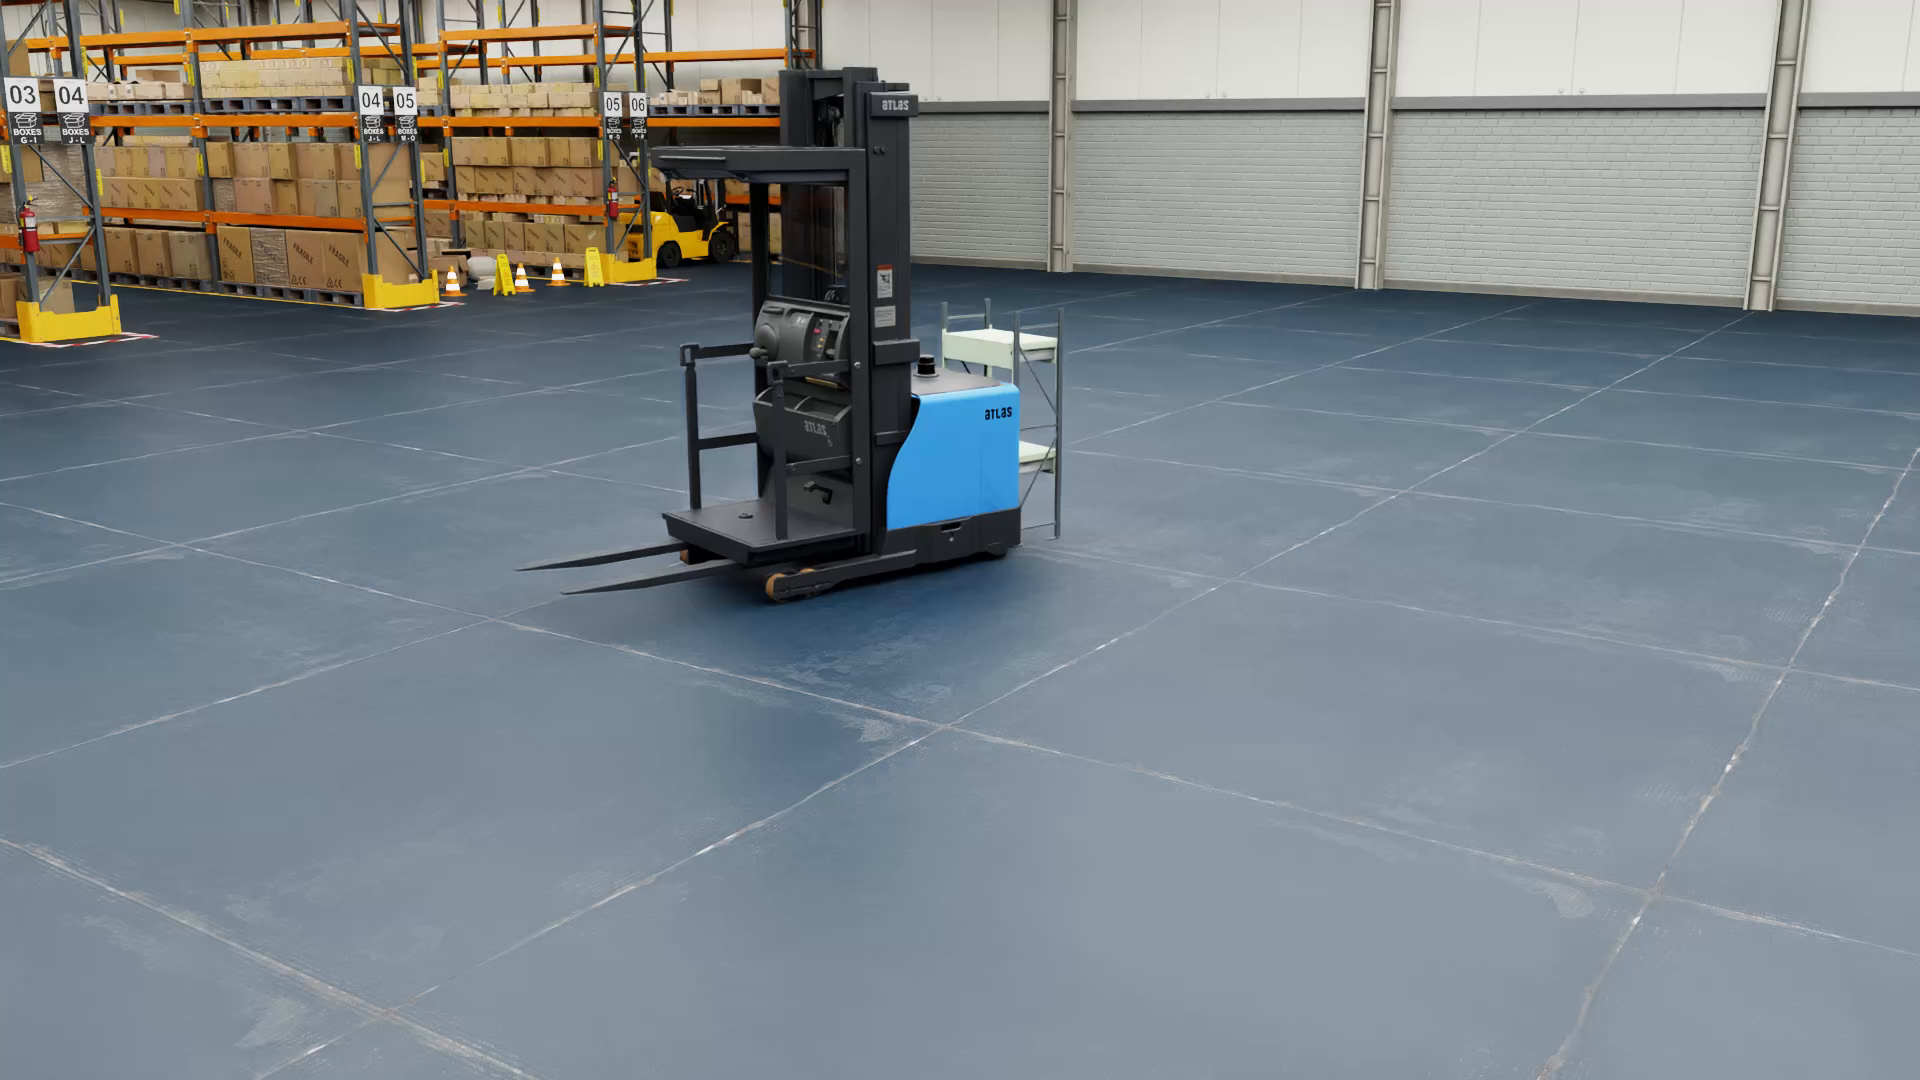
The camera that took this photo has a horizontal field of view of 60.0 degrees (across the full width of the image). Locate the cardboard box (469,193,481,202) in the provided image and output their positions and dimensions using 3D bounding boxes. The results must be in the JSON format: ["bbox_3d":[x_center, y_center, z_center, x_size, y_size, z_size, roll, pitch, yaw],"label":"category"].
[{"bbox_3d":[-8.792,-6.307,30.584,0.250,0.149,0.380,10,17,34],"label":"cardboard box"}]

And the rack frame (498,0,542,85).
[{"bbox_3d":[-9.664,-10.998,36.524,0.127,3.000,1.000,9,17,33],"label":"rack frame"}]

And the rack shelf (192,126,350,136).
[{"bbox_3d":[-14.091,-8.471,34.054,4.000,0.370,1.077,9,17,33],"label":"rack shelf"}]

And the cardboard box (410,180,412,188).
[{"bbox_3d":[-10.136,-6.721,31.382,0.250,0.149,0.380,9,16,32],"label":"cardboard box"}]

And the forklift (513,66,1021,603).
[{"bbox_3d":[-1.093,-1.210,9.613,3.031,2.935,1.130,-11,17,-36],"label":"forklift"}]

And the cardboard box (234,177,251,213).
[{"bbox_3d":[-11.009,-5.515,26.548,0.550,0.550,0.875,9,17,33],"label":"cardboard box"}]

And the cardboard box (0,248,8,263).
[{"bbox_3d":[-17.524,-5.399,30.720,0.500,0.500,0.500,10,17,35],"label":"cardboard box"}]

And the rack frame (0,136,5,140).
[{"bbox_3d":[-18.429,-6.631,31.370,0.127,3.000,1.000,9,17,33],"label":"rack frame"}]

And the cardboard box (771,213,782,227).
[{"bbox_3d":[-3.582,-6.367,33.069,0.500,0.250,0.500,10,17,35],"label":"cardboard box"}]

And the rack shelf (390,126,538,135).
[{"bbox_3d":[-11.324,-9.461,38.054,4.000,0.370,1.077,9,17,33],"label":"rack shelf"}]

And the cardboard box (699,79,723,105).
[{"bbox_3d":[-4.788,-9.026,33.502,0.637,0.503,0.797,10,17,35],"label":"cardboard box"}]

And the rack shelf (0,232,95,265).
[{"bbox_3d":[-12.984,-3.966,22.098,4.000,0.370,1.077,9,17,33],"label":"rack shelf"}]

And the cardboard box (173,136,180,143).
[{"bbox_3d":[-16.543,-8.551,35.485,0.250,0.149,0.380,9,17,33],"label":"cardboard box"}]

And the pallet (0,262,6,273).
[{"bbox_3d":[-17.783,-5.174,31.284,1.213,0.211,1.003,9,17,33],"label":"pallet"}]

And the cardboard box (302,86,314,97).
[{"bbox_3d":[-9.569,-6.688,24.796,0.250,0.149,0.380,9,17,33],"label":"cardboard box"}]

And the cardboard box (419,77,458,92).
[{"bbox_3d":[-9.665,-8.441,30.836,0.500,0.250,0.500,10,17,34],"label":"cardboard box"}]

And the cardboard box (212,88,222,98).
[{"bbox_3d":[-11.463,-6.994,26.033,0.250,0.149,0.380,9,17,33],"label":"cardboard box"}]

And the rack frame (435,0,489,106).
[{"bbox_3d":[-9.112,-9.471,30.357,0.127,3.000,1.000,9,17,33],"label":"rack frame"}]

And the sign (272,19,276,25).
[{"bbox_3d":[-16.606,-12.454,40.299,0.005,0.325,0.100,9,17,33],"label":"sign"}]

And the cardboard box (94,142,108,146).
[{"bbox_3d":[-18.830,-8.581,36.957,0.500,0.500,0.500,9,16,32],"label":"cardboard box"}]

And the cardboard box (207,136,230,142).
[{"bbox_3d":[-15.868,-8.575,35.581,0.250,0.149,0.380,9,16,32],"label":"cardboard box"}]

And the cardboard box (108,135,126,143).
[{"bbox_3d":[-18.521,-8.836,36.635,0.250,0.149,0.380,10,17,35],"label":"cardboard box"}]

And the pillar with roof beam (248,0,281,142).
[{"bbox_3d":[-20.439,-11.754,39.577,0.400,9.000,9.100,9,17,33],"label":"pillar with roof beam"}]

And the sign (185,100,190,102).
[{"bbox_3d":[-16.059,-9.267,34.532,0.005,0.325,0.100,9,17,33],"label":"sign"}]

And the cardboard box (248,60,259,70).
[{"bbox_3d":[-10.622,-7.245,25.388,0.250,0.149,0.380,9,17,33],"label":"cardboard box"}]

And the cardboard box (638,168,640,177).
[{"bbox_3d":[-6.895,-7.734,35.096,0.500,0.250,0.500,9,16,32],"label":"cardboard box"}]

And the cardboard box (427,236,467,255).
[{"bbox_3d":[-9.549,-5.557,31.625,0.625,0.372,0.950,9,17,34],"label":"cardboard box"}]

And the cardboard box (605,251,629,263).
[{"bbox_3d":[-6.308,-5.055,29.850,0.500,0.250,0.500,9,17,32],"label":"cardboard box"}]

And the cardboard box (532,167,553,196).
[{"bbox_3d":[-7.224,-6.369,29.484,0.500,0.500,0.500,9,17,33],"label":"cardboard box"}]

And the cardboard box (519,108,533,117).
[{"bbox_3d":[-7.545,-7.546,29.344,0.250,0.149,0.380,9,16,32],"label":"cardboard box"}]

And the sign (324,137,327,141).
[{"bbox_3d":[-15.976,-9.982,41.838,0.005,0.325,0.100,9,17,33],"label":"sign"}]

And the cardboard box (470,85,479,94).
[{"bbox_3d":[-8.587,-8.107,29.950,0.250,0.149,0.380,9,16,31],"label":"cardboard box"}]

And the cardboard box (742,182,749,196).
[{"bbox_3d":[-4.006,-7.147,33.242,0.500,0.500,0.500,10,17,35],"label":"cardboard box"}]

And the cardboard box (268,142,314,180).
[{"bbox_3d":[-10.168,-5.879,25.772,0.500,0.550,0.875,9,17,33],"label":"cardboard box"}]

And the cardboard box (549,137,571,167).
[{"bbox_3d":[-6.755,-6.795,29.124,0.500,0.500,0.700,9,17,33],"label":"cardboard box"}]

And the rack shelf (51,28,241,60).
[{"bbox_3d":[-13.451,-8.196,27.533,4.000,0.370,1.077,9,17,33],"label":"rack shelf"}]

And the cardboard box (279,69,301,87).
[{"bbox_3d":[-9.865,-6.947,25.012,0.500,0.250,0.500,9,17,32],"label":"cardboard box"}]

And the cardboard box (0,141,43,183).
[{"bbox_3d":[-11.918,-4.750,20.859,0.500,0.500,0.500,9,17,33],"label":"cardboard box"}]

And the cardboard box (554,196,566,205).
[{"bbox_3d":[-6.926,-5.987,29.290,0.250,0.149,0.380,10,17,34],"label":"cardboard box"}]

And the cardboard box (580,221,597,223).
[{"bbox_3d":[-6.765,-5.492,30.052,0.500,0.500,0.500,8,16,31],"label":"cardboard box"}]

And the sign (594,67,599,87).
[{"bbox_3d":[-6.120,-7.801,28.007,0.005,0.325,0.100,9,17,33],"label":"sign"}]

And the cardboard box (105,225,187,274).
[{"bbox_3d":[-13.928,-4.991,28.549,0.750,0.750,1.050,9,17,34],"label":"cardboard box"}]

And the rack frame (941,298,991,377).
[{"bbox_3d":[0.040,-0.851,11.141,0.400,1.500,0.023,-11,18,-37],"label":"rack frame"}]

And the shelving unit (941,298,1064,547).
[{"bbox_3d":[0.267,-0.782,10.862,0.431,1.500,0.755,-11,18,-37],"label":"shelving unit"}]

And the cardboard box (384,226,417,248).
[{"bbox_3d":[-10.081,-5.354,29.837,0.500,0.500,0.500,9,17,33],"label":"cardboard box"}]

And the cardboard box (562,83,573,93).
[{"bbox_3d":[-6.653,-7.803,28.724,0.250,0.149,0.380,9,16,32],"label":"cardboard box"}]

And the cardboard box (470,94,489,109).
[{"bbox_3d":[-8.467,-7.906,29.969,0.500,0.250,0.500,9,17,32],"label":"cardboard box"}]

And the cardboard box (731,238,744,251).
[{"bbox_3d":[-4.410,-6.020,33.746,0.500,0.250,0.500,9,17,33],"label":"cardboard box"}]

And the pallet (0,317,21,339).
[{"bbox_3d":[-12.042,-2.819,21.773,1.213,0.211,1.003,9,17,33],"label":"pallet"}]

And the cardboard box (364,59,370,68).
[{"bbox_3d":[-8.779,-7.138,24.954,0.250,0.149,0.380,9,17,33],"label":"cardboard box"}]

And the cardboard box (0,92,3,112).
[{"bbox_3d":[-11.866,-5.444,20.643,0.500,0.250,0.500,10,17,34],"label":"cardboard box"}]

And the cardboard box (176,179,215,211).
[{"bbox_3d":[-12.373,-5.624,27.091,0.500,0.500,0.500,9,17,32],"label":"cardboard box"}]

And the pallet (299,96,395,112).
[{"bbox_3d":[-9.094,-6.533,24.912,1.213,0.211,1.003,9,17,33],"label":"pallet"}]

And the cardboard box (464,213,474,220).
[{"bbox_3d":[-10.980,-7.229,38.111,0.500,0.500,0.500,10,17,35],"label":"cardboard box"}]

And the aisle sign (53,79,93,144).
[{"bbox_3d":[-11.105,-5.360,20.824,0.004,0.787,0.394,9,17,33],"label":"aisle sign"}]

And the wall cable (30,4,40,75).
[{"bbox_3d":[-23.525,-11.937,40.317,0.029,3.000,2.355,9,17,33],"label":"wall cable"}]
